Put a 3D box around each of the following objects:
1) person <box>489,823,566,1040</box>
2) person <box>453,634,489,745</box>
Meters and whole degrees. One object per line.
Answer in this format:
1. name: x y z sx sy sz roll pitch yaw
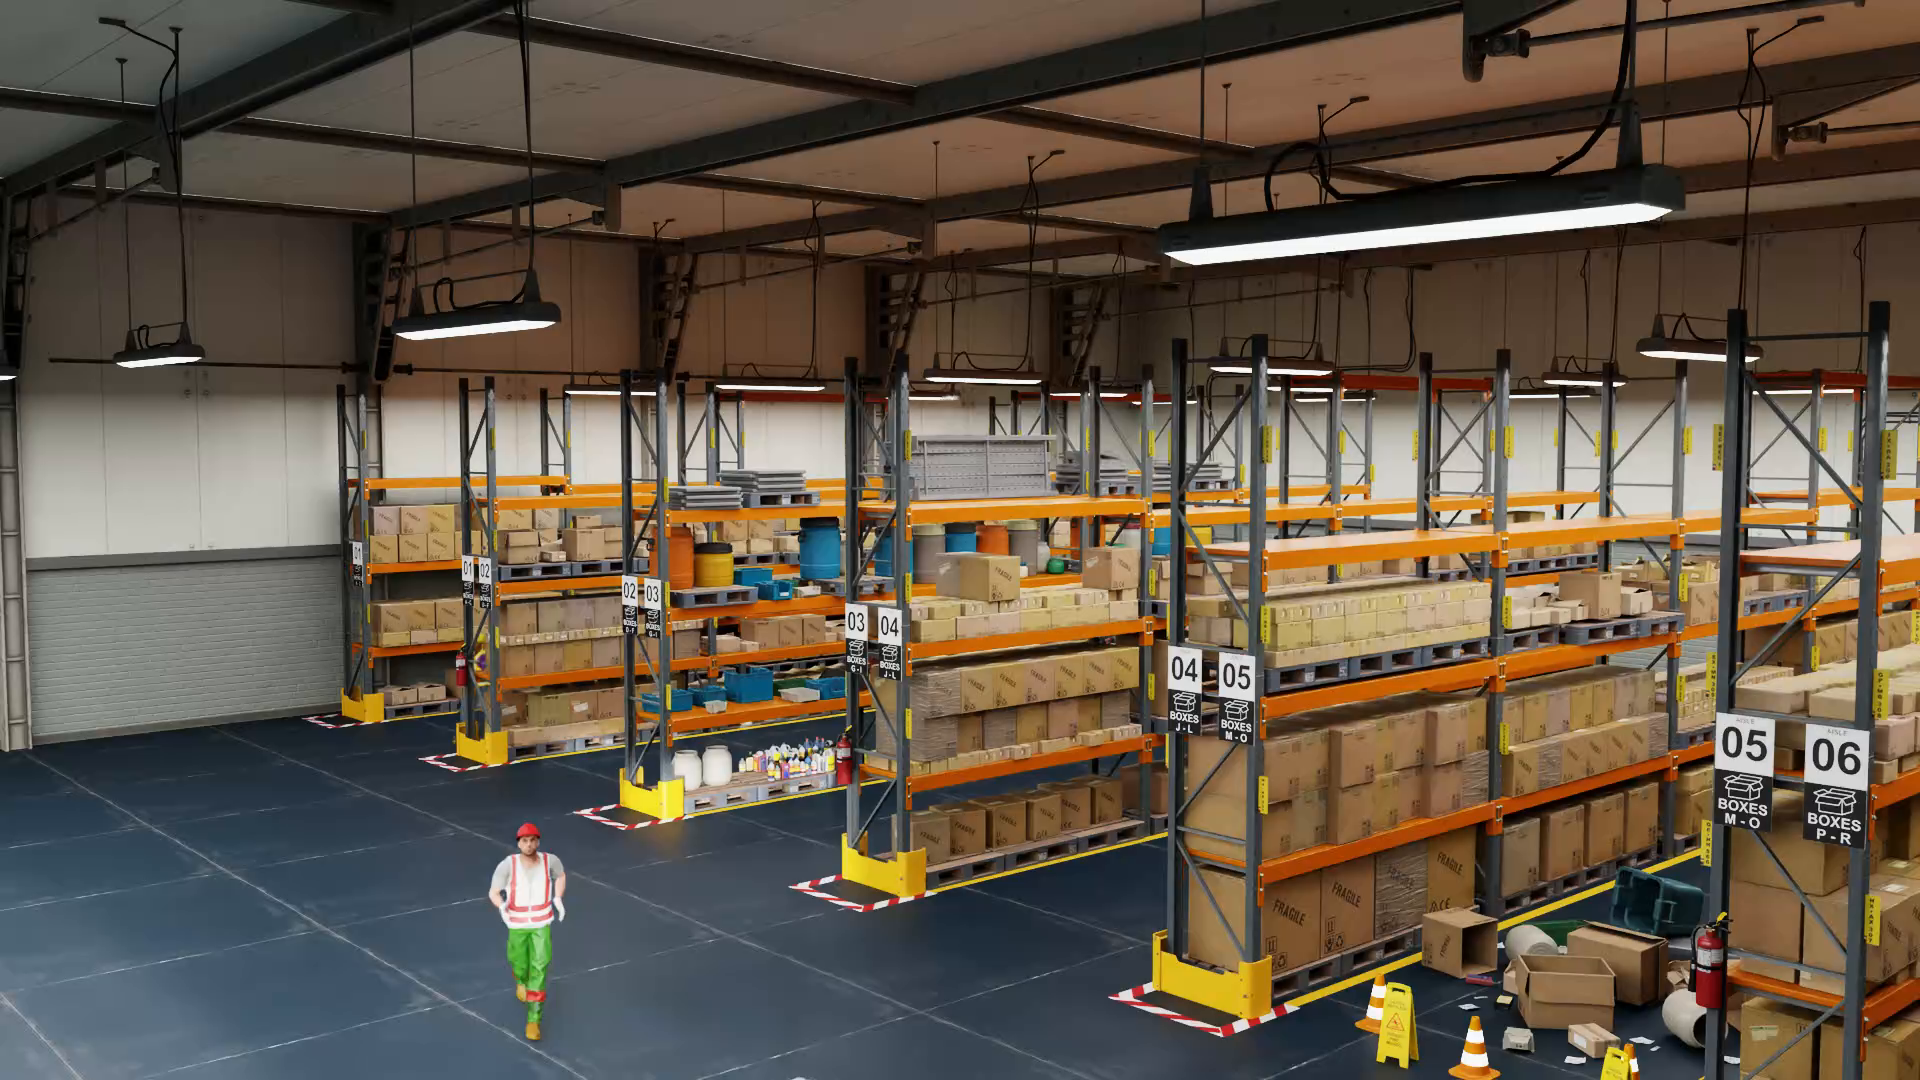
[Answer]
1. person: -3.737 3.328 14.418 0.653 1.774 0.959 -1 4 -16
2. person: -8.014 2.453 27.592 0.682 1.803 0.867 3 5 37
